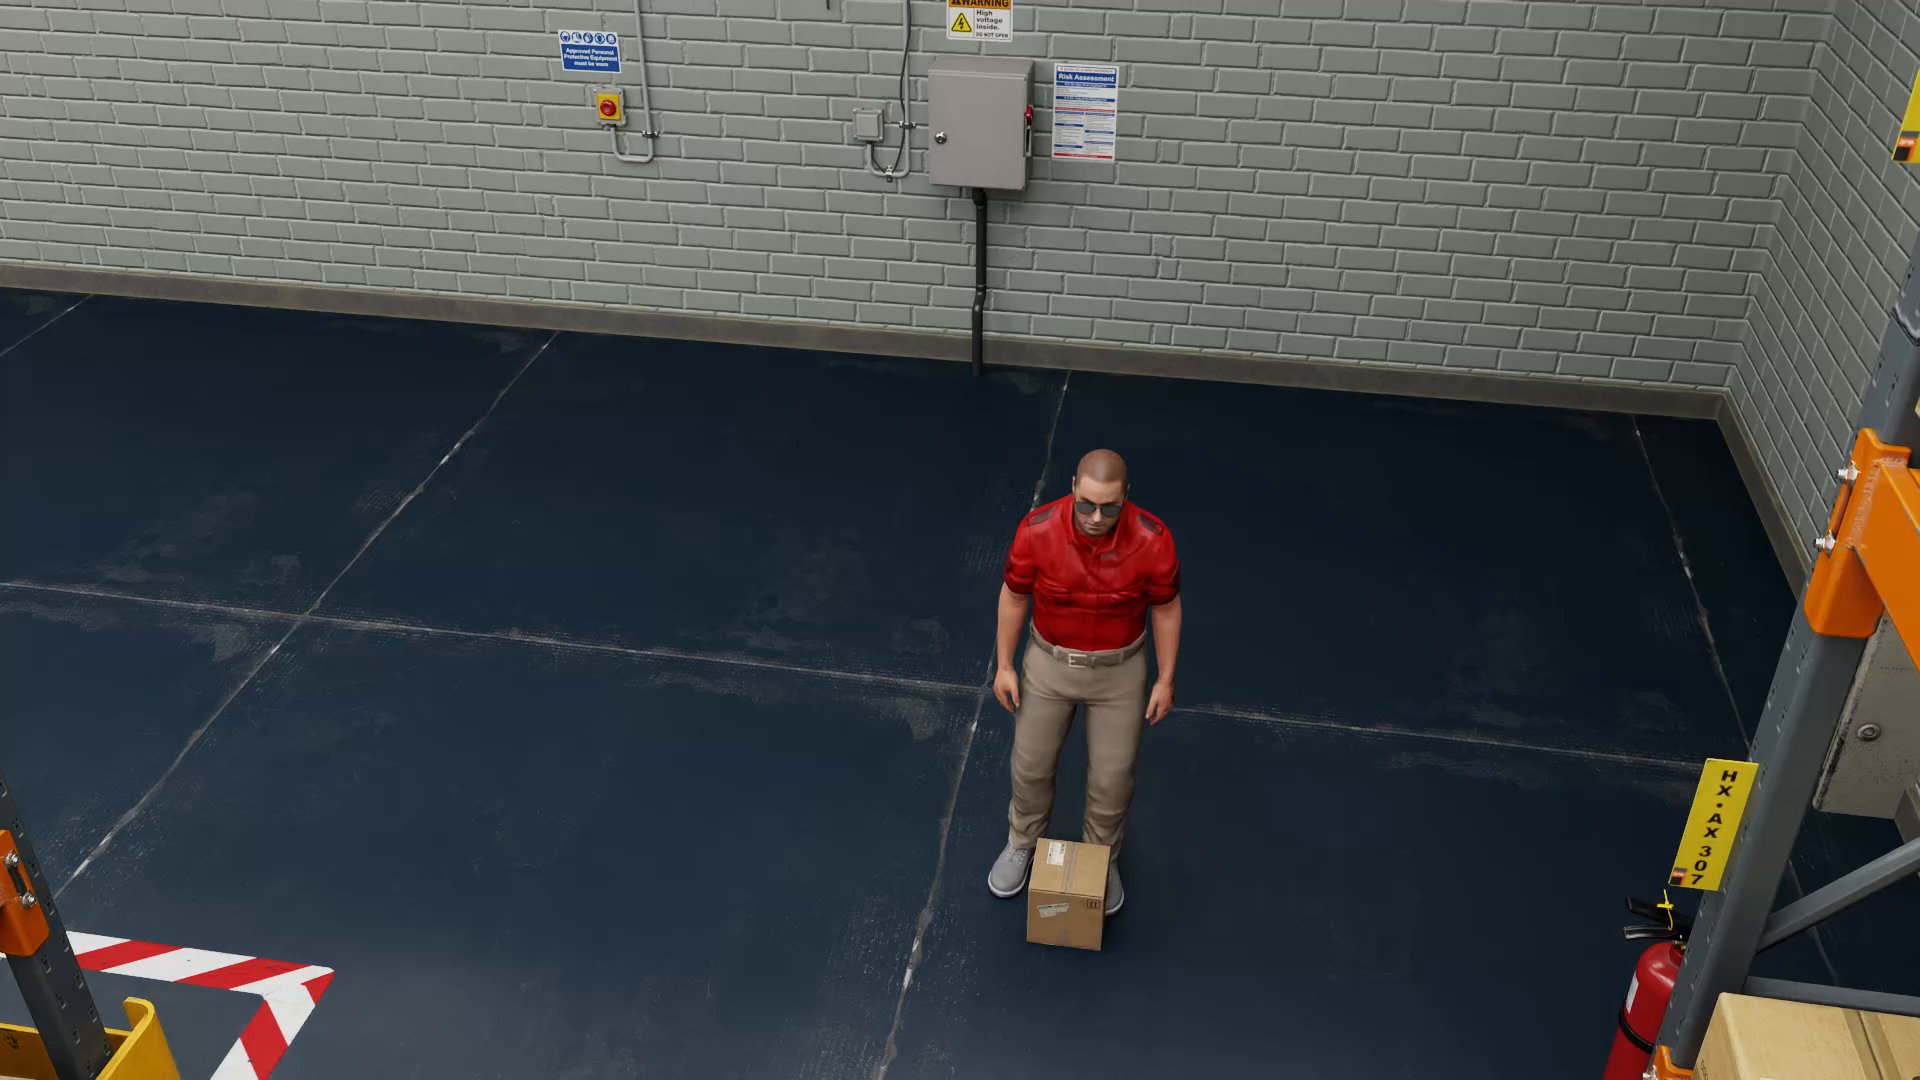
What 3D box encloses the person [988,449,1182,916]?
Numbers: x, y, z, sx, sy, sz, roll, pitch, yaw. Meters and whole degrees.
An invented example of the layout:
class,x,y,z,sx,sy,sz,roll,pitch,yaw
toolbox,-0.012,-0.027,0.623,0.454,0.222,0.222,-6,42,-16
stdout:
class,x,y,z,sx,sy,sz,roll,pitch,yaw
person,0.407,0.450,5.434,0.596,1.727,0.425,4,32,7
